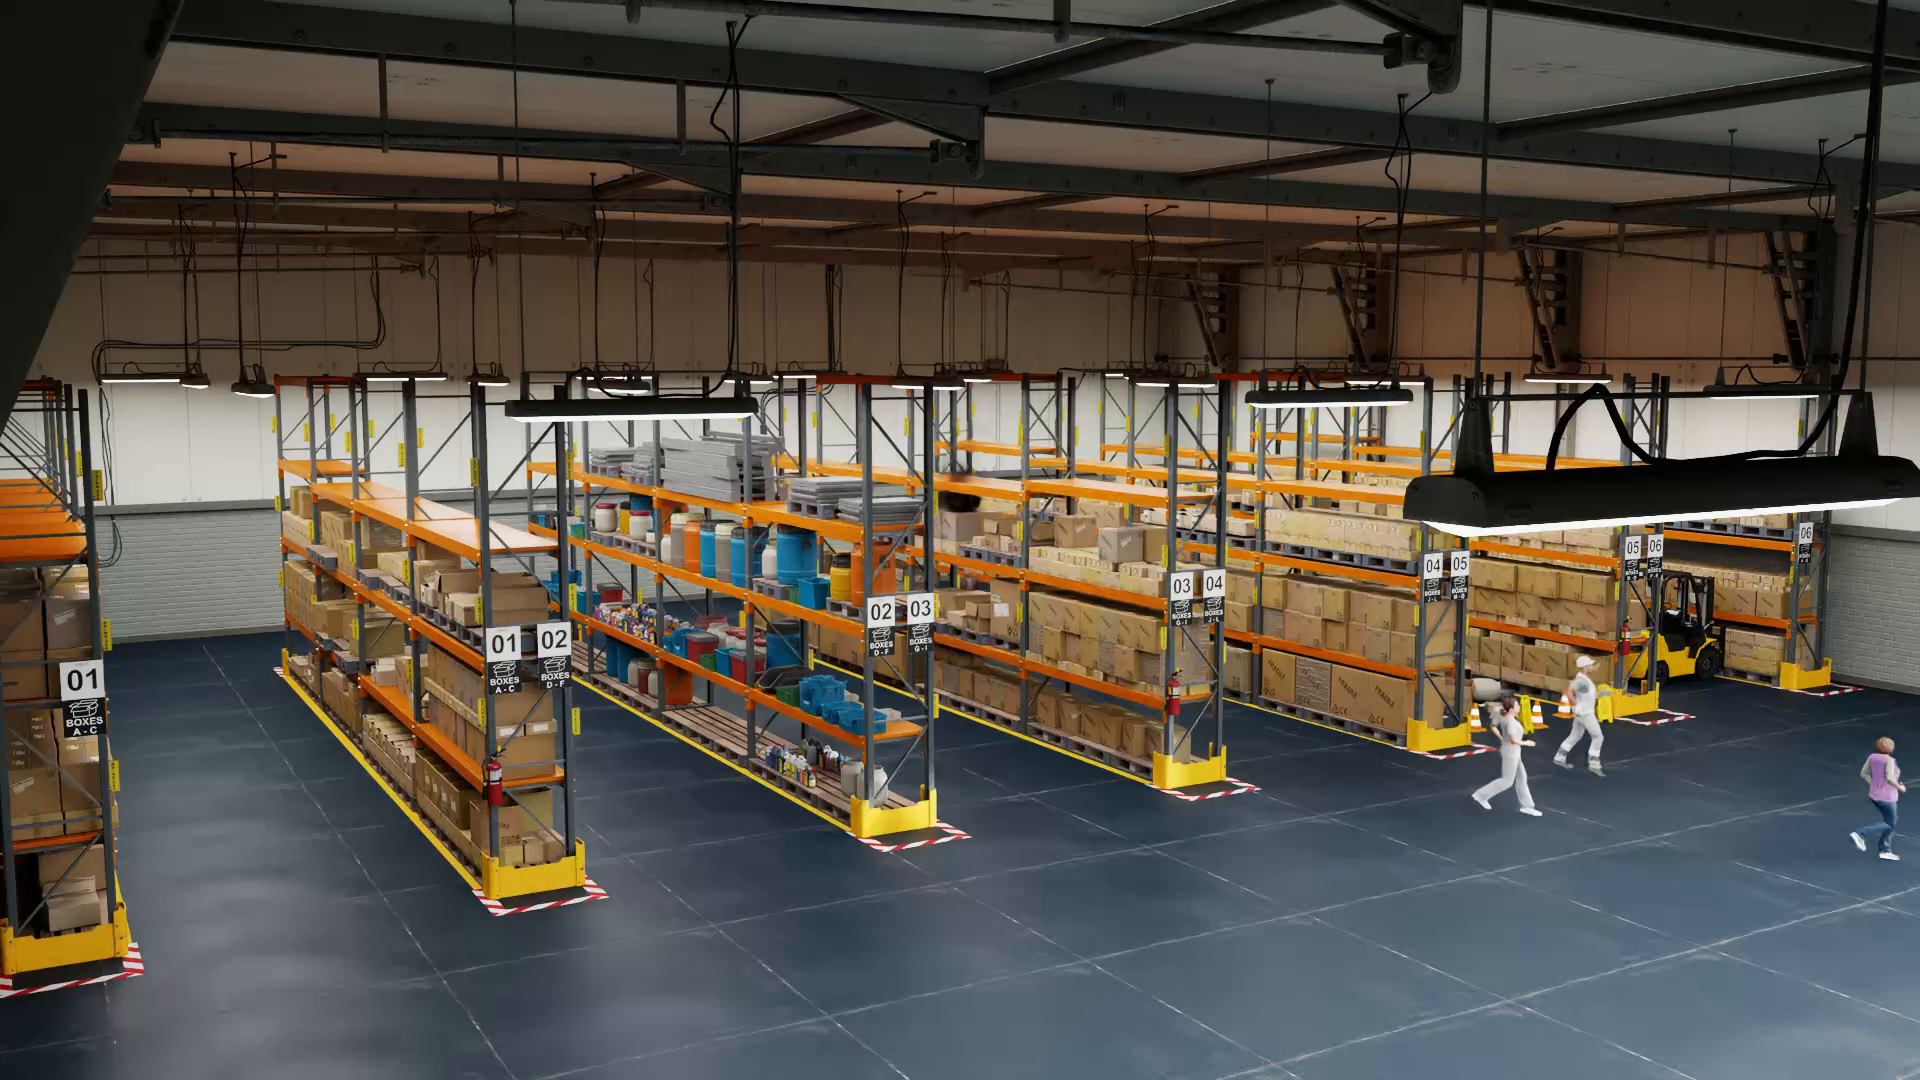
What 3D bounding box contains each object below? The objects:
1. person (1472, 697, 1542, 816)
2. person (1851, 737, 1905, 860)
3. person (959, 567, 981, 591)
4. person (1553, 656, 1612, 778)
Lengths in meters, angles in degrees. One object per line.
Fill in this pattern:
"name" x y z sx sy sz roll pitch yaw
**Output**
"person" 7.581 2.991 22.975 0.963 1.673 0.581 1 6 7
"person" 11.586 3.272 20.969 0.654 1.585 0.534 -1 6 -6
"person" 0.191 1.435 36.839 0.691 1.747 0.645 -3 7 -26
"person" 9.462 2.678 25.241 0.788 1.847 0.651 2 6 15
